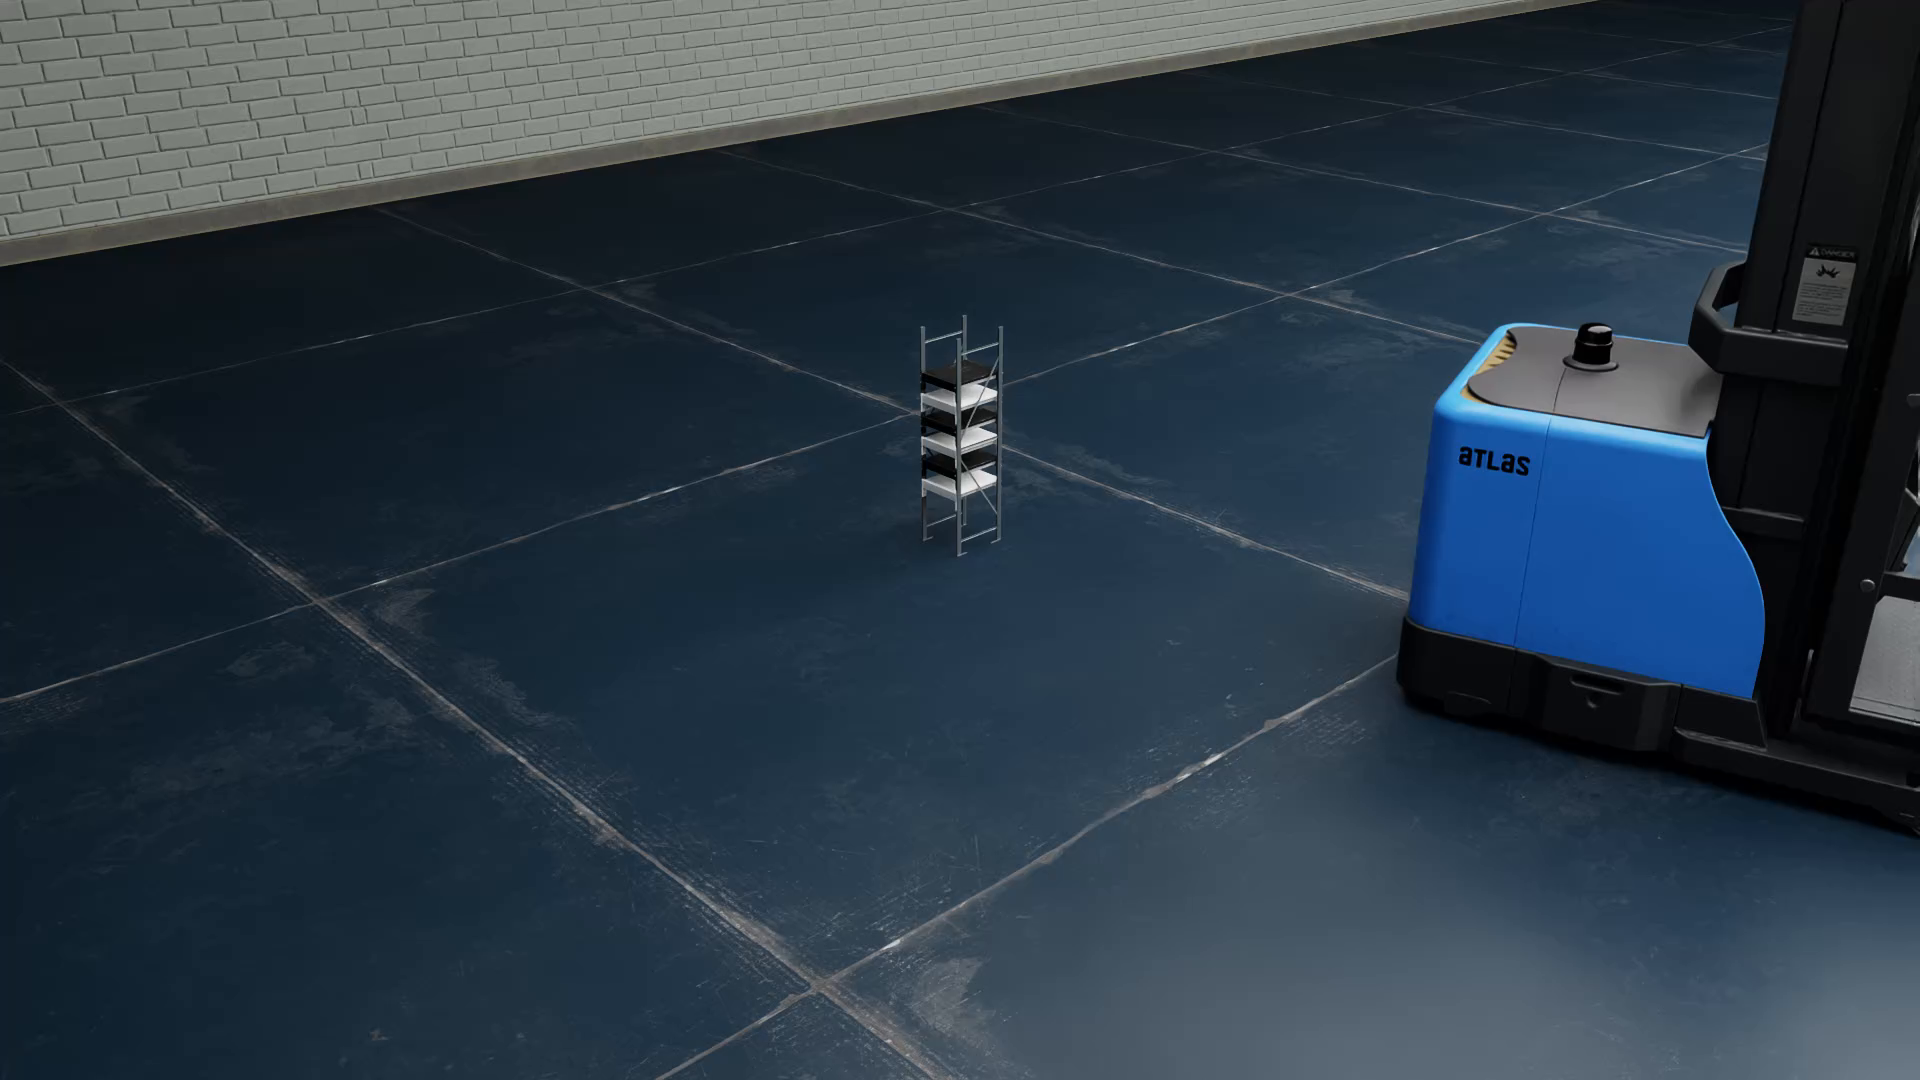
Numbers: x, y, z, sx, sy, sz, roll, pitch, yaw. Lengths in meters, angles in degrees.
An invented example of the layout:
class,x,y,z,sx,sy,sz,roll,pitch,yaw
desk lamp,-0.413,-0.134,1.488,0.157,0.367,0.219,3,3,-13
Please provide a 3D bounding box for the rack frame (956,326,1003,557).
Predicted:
class,x,y,z,sx,sy,sz,roll,pitch,yaw
rack frame,0.075,-0.376,6.490,0.240,0.900,0.006,-21,32,-38

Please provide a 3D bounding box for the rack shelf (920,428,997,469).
class,x,y,z,sx,sy,sz,roll,pitch,yaw
rack shelf,0.006,-0.377,6.572,0.258,0.077,0.200,-21,32,-38

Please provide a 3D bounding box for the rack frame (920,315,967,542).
class,x,y,z,sx,sy,sz,roll,pitch,yaw
rack frame,-0.064,-0.438,6.625,0.240,0.900,0.006,-21,32,-38

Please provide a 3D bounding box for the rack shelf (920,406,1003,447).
class,x,y,z,sx,sy,sz,roll,pitch,yaw
rack shelf,0.006,-0.458,6.534,0.258,0.077,0.200,-21,32,-38

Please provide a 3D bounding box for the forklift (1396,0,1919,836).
class,x,y,z,sx,sy,sz,roll,pitch,yaw
forklift,3.001,-0.672,4.693,3.031,2.935,1.130,13,27,26

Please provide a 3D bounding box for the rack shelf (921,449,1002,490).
class,x,y,z,sx,sy,sz,roll,pitch,yaw
rack shelf,0.006,-0.295,6.609,0.258,0.077,0.200,-21,32,-38

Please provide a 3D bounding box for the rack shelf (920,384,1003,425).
class,x,y,z,sx,sy,sz,roll,pitch,yaw
rack shelf,0.006,-0.540,6.497,0.258,0.077,0.200,-21,32,-38

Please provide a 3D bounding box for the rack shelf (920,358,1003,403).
class,x,y,z,sx,sy,sz,roll,pitch,yaw
rack shelf,0.006,-0.622,6.460,0.258,0.077,0.200,-21,32,-38

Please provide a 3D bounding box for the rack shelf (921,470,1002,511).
class,x,y,z,sx,sy,sz,roll,pitch,yaw
rack shelf,0.006,-0.213,6.646,0.258,0.077,0.200,-21,32,-38

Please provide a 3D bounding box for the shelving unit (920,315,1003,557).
class,x,y,z,sx,sy,sz,roll,pitch,yaw
shelving unit,0.006,-0.407,6.558,0.258,0.900,0.210,-21,32,-38
